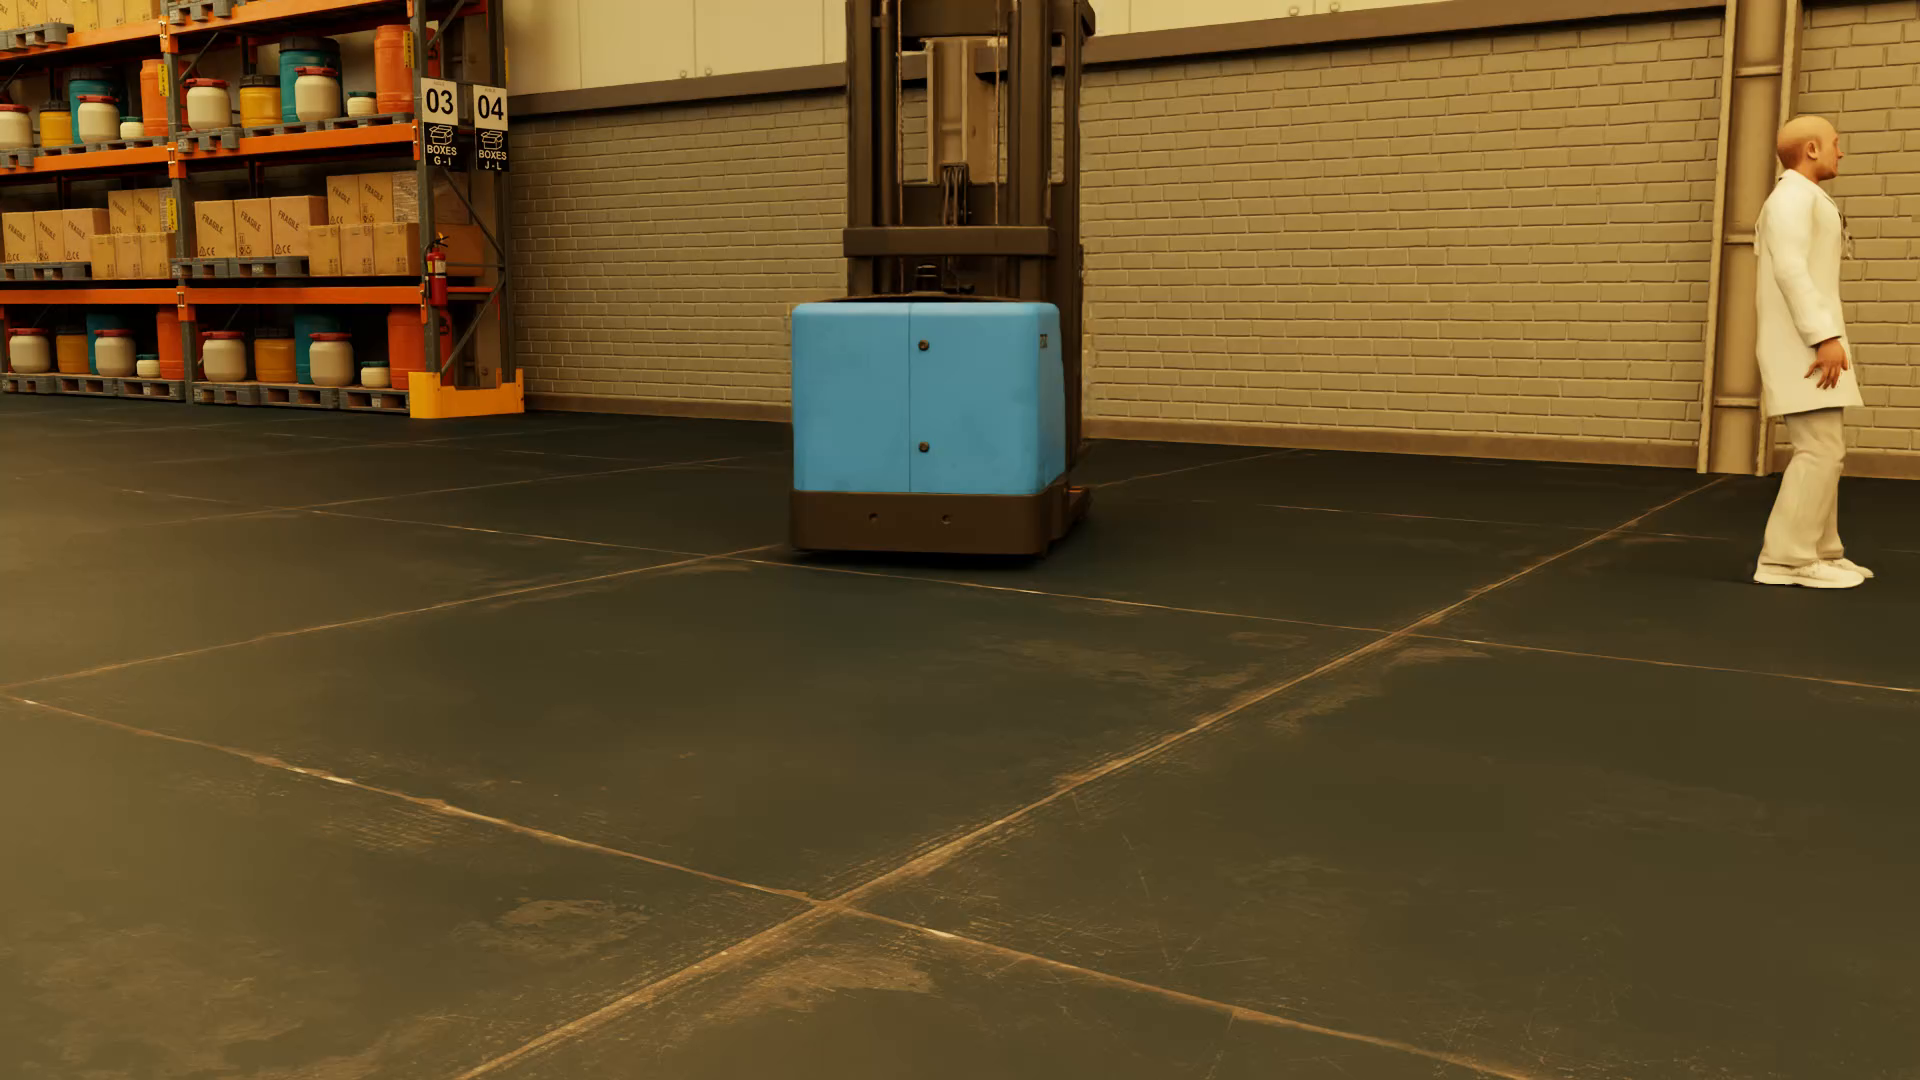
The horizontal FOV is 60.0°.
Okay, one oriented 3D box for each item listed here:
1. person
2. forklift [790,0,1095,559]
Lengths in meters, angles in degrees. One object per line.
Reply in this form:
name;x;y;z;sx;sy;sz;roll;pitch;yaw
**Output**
person;3.309;-0.705;6.364;0.510;1.802;0.681;3;9;21
forklift;0.057;-1.540;8.023;1.130;2.935;3.031;1;8;10
